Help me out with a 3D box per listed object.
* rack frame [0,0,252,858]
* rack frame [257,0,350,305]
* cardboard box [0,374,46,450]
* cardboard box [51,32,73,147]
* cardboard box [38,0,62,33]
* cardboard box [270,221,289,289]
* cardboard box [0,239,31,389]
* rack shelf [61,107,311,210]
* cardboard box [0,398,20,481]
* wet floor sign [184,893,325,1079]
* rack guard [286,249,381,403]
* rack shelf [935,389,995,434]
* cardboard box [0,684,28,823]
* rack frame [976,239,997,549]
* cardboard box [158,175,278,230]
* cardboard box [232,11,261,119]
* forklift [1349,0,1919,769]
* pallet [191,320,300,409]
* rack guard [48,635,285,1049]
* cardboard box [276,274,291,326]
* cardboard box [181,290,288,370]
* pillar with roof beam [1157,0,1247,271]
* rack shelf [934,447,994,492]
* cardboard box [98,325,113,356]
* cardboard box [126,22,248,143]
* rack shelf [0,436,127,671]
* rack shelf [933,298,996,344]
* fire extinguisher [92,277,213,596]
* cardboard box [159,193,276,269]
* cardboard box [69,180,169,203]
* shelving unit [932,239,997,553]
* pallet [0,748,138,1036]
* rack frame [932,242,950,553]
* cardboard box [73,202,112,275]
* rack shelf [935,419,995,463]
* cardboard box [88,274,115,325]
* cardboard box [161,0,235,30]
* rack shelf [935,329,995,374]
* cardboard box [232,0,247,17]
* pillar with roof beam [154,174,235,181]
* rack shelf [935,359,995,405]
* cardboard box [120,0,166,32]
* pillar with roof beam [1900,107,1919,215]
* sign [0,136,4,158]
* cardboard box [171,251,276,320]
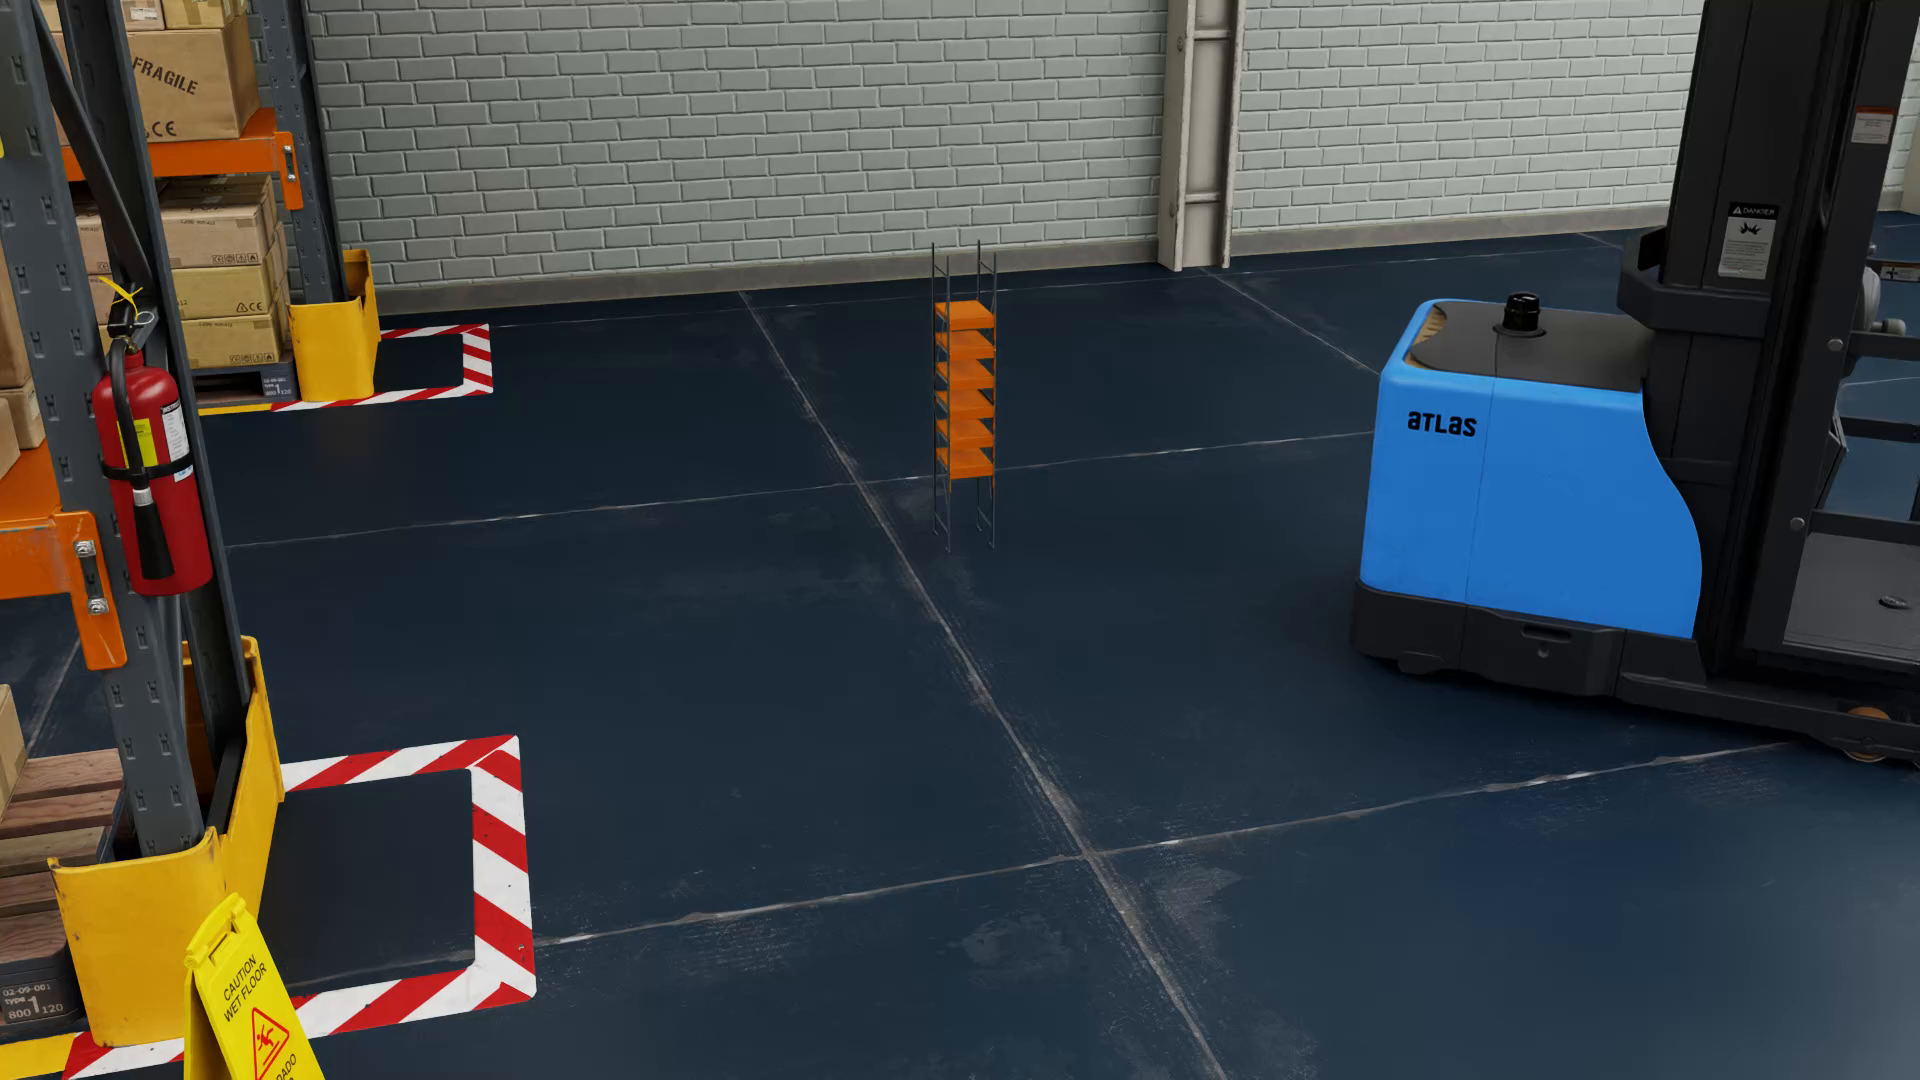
[{"bbox_3d":[-1.978,-0.415,3.914,0.127,3.000,1.000,-6,24,-14],"label":"rack frame"},{"bbox_3d":[-3.323,-2.299,8.305,0.127,3.000,1.000,-6,24,-14],"label":"rack frame"},{"bbox_3d":[-2.361,-0.342,4.062,0.250,0.149,0.380,-6,24,-14],"label":"cardboard box"},{"bbox_3d":[-4.228,-2.142,7.810,0.500,0.500,0.500,-6,24,-13],"label":"cardboard box"},{"bbox_3d":[-4.085,-2.457,7.723,0.250,0.149,0.380,-6,24,-13],"label":"cardboard box"},{"bbox_3d":[-3.832,-1.487,8.733,0.500,0.250,0.500,-6,24,-13],"label":"cardboard box"},{"bbox_3d":[-2.509,-0.653,3.963,0.500,0.500,0.500,-7,24,-15],"label":"cardboard box"},{"bbox_3d":[-5.248,-1.756,7.950,4.000,0.370,1.077,-6,24,-14],"label":"rack shelf"},{"bbox_3d":[-2.281,-0.179,3.681,0.250,0.149,0.380,-5,24,-13],"label":"cardboard box"},{"bbox_3d":[-1.506,1.053,3.479,0.232,0.644,0.267,2,23,4],"label":"wet floor sign"},{"bbox_3d":[-3.300,-1.153,8.804,0.348,0.500,1.175,-6,24,-14],"label":"rack guard"},{"bbox_3d":[0.014,-0.512,6.535,0.180,0.103,0.258,-6,24,-14],"label":"rack shelf"},{"bbox_3d":[-2.830,0.636,4.418,0.500,0.250,0.500,-7,24,-15],"label":"cardboard box"},{"bbox_3d":[0.102,-0.563,6.540,0.006,1.200,0.240,-6,24,-14],"label":"rack frame"},{"bbox_3d":[-3.837,-1.709,8.615,0.500,0.250,0.500,-7,24,-15],"label":"cardboard box"},{"bbox_3d":[-3.875,-2.398,8.408,0.500,0.500,0.500,-6,24,-13],"label":"cardboard box"},{"bbox_3d":[2.913,-0.869,5.057,3.031,2.935,1.130,9,25,20],"label":"forklift"},{"bbox_3d":[-4.048,-0.921,8.628,1.213,0.211,1.003,-6,24,-14],"label":"pallet"},{"bbox_3d":[-2.052,0.741,4.388,0.348,0.500,1.175,-6,24,-14],"label":"rack guard"},{"bbox_3d":[-3.849,-1.251,8.815,0.500,0.250,0.500,-6,24,-14],"label":"cardboard box"},{"bbox_3d":[-3.690,-1.059,8.368,0.500,0.250,0.500,-6,24,-14],"label":"cardboard box"},{"bbox_3d":[2.703,-4.329,5.427,0.400,9.000,9.100,-6,24,-14],"label":"pillar with roof beam"},{"bbox_3d":[0.014,-0.292,6.629,0.180,0.103,0.258,-6,24,-14],"label":"rack shelf"},{"bbox_3d":[-4.171,-1.009,8.253,0.500,0.250,0.500,-6,24,-14],"label":"cardboard box"},{"bbox_3d":[-3.726,-2.193,7.931,0.500,0.500,0.500,-7,24,-16],"label":"cardboard box"},{"bbox_3d":[-3.904,0.128,3.559,4.000,0.370,1.077,-6,24,-14],"label":"rack shelf"},{"bbox_3d":[0.014,-0.843,6.393,0.180,0.103,0.258,-6,24,-14],"label":"rack shelf"},{"bbox_3d":[-1.744,-0.217,3.550,0.183,0.674,0.296,-6,24,-14],"label":"fire extinguisher"},{"bbox_3d":[-3.682,-1.521,8.177,0.500,0.250,0.500,-5,24,-13],"label":"cardboard box"},{"bbox_3d":[-4.317,-1.654,8.488,0.500,0.250,0.500,-6,24,-14],"label":"cardboard box"},{"bbox_3d":[0.014,-0.553,6.517,0.189,1.200,0.258,-6,24,-14],"label":"shelving unit"},{"bbox_3d":[-2.843,0.947,4.275,1.213,0.211,1.003,-6,24,-14],"label":"pallet"},{"bbox_3d":[-0.074,-0.543,6.494,0.006,1.200,0.240,-6,24,-14],"label":"rack frame"},{"bbox_3d":[-4.172,-1.464,8.045,0.500,0.250,0.500,-6,24,-13],"label":"cardboard box"},{"bbox_3d":[0.014,-0.402,6.582,0.180,0.103,0.258,-6,24,-14],"label":"rack shelf"},{"bbox_3d":[-4.193,-1.239,8.153,0.500,0.250,0.500,-7,24,-15],"label":"cardboard box"},{"bbox_3d":[-3.581,-2.500,7.823,0.250,0.149,0.380,-6,24,-14],"label":"cardboard box"},{"bbox_3d":[0.014,-0.733,6.440,0.180,0.103,0.258,-6,24,-14],"label":"rack shelf"},{"bbox_3d":[-3.719,-2.706,8.303,0.250,0.149,0.380,-7,24,-16],"label":"cardboard box"},{"bbox_3d":[-3.074,-3.690,3.938,0.400,9.000,9.100,-6,24,-14],"label":"pillar with roof beam"},{"bbox_3d":[0.014,-0.622,6.487,0.180,0.103,0.258,-6,24,-14],"label":"rack shelf"},{"bbox_3d":[-3.819,-2.462,7.734,0.250,0.149,0.380,-6,24,-14],"label":"cardboard box"},{"bbox_3d":[8.480,-4.968,6.916,0.400,9.000,9.100,-6,24,-14],"label":"pillar with roof beam"},{"bbox_3d":[-1.848,-0.880,3.127,0.005,0.325,0.100,-6,24,-14],"label":"sign"},{"bbox_3d":[-3.707,-1.288,8.268,0.500,0.250,0.500,-7,24,-15],"label":"cardboard box"}]
